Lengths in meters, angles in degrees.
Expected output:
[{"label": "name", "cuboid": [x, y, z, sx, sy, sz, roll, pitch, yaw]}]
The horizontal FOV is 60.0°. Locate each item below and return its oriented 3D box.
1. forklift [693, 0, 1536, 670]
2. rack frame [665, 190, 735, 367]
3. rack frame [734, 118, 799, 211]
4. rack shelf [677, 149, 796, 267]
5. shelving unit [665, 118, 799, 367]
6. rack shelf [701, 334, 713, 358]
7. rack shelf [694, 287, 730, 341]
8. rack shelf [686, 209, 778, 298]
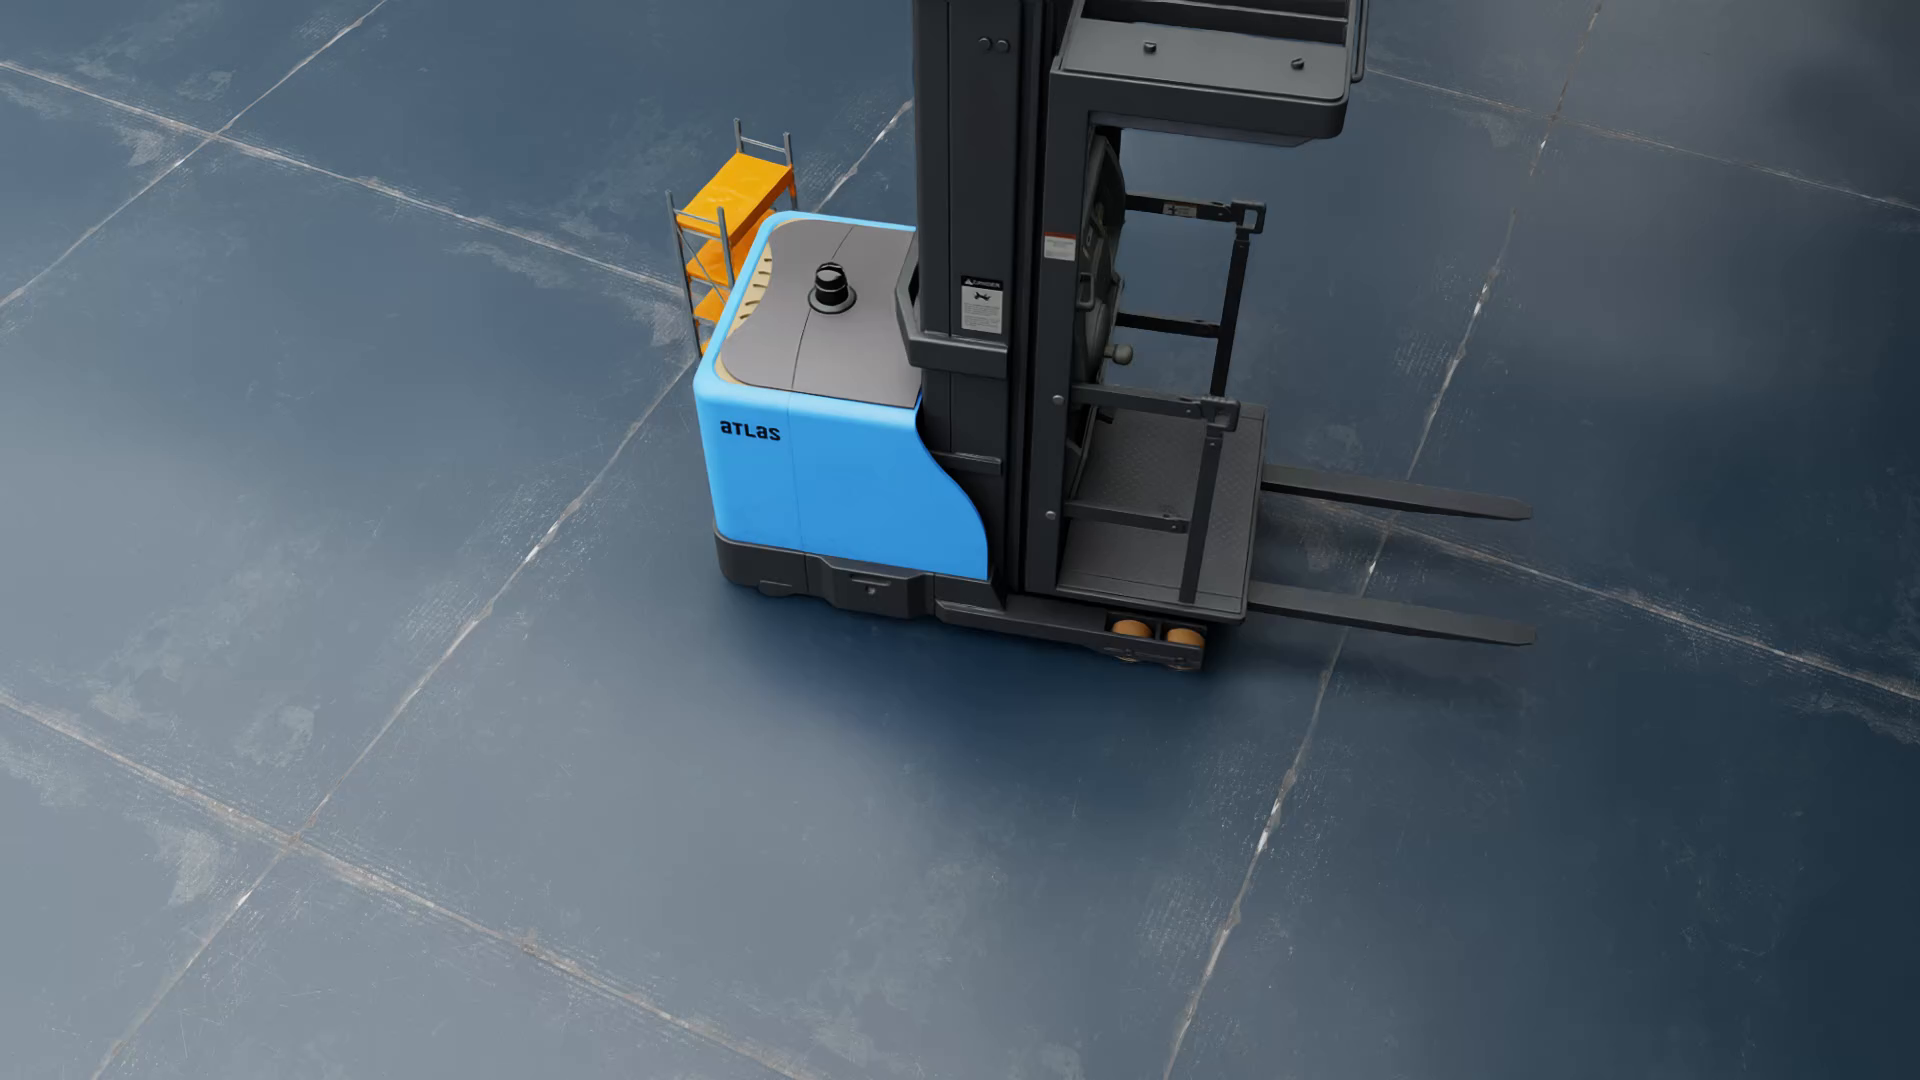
[{"label": "forklift", "cuboid": [0.645, -0.914, 5.418, 3.031, 2.935, 1.130, 9, 50, 7]}, {"label": "rack frame", "cuboid": [-0.956, -0.845, 6.493, 0.240, 1.200, 0.015, 19, 52, 17]}, {"label": "rack frame", "cuboid": [-0.744, -1.180, 6.778, 0.240, 1.200, 0.015, 19, 52, 17]}, {"label": "rack shelf", "cuboid": [-0.857, -1.270, 6.338, 0.258, 0.148, 0.480, 19, 52, 17]}, {"label": "shelving unit", "cuboid": [-0.850, -1.012, 6.635, 0.258, 1.200, 0.503, 19, 52, 17]}, {"label": "rack shelf", "cuboid": [-0.845, -0.838, 6.836, 0.258, 0.148, 0.480, 19, 52, 17]}, {"label": "rack shelf", "cuboid": [-0.849, -0.968, 6.686, 0.258, 0.148, 0.480, 19, 52, 17]}, {"label": "rack shelf", "cuboid": [-0.853, -1.115, 6.517, 0.258, 0.148, 0.480, 19, 52, 17]}]
